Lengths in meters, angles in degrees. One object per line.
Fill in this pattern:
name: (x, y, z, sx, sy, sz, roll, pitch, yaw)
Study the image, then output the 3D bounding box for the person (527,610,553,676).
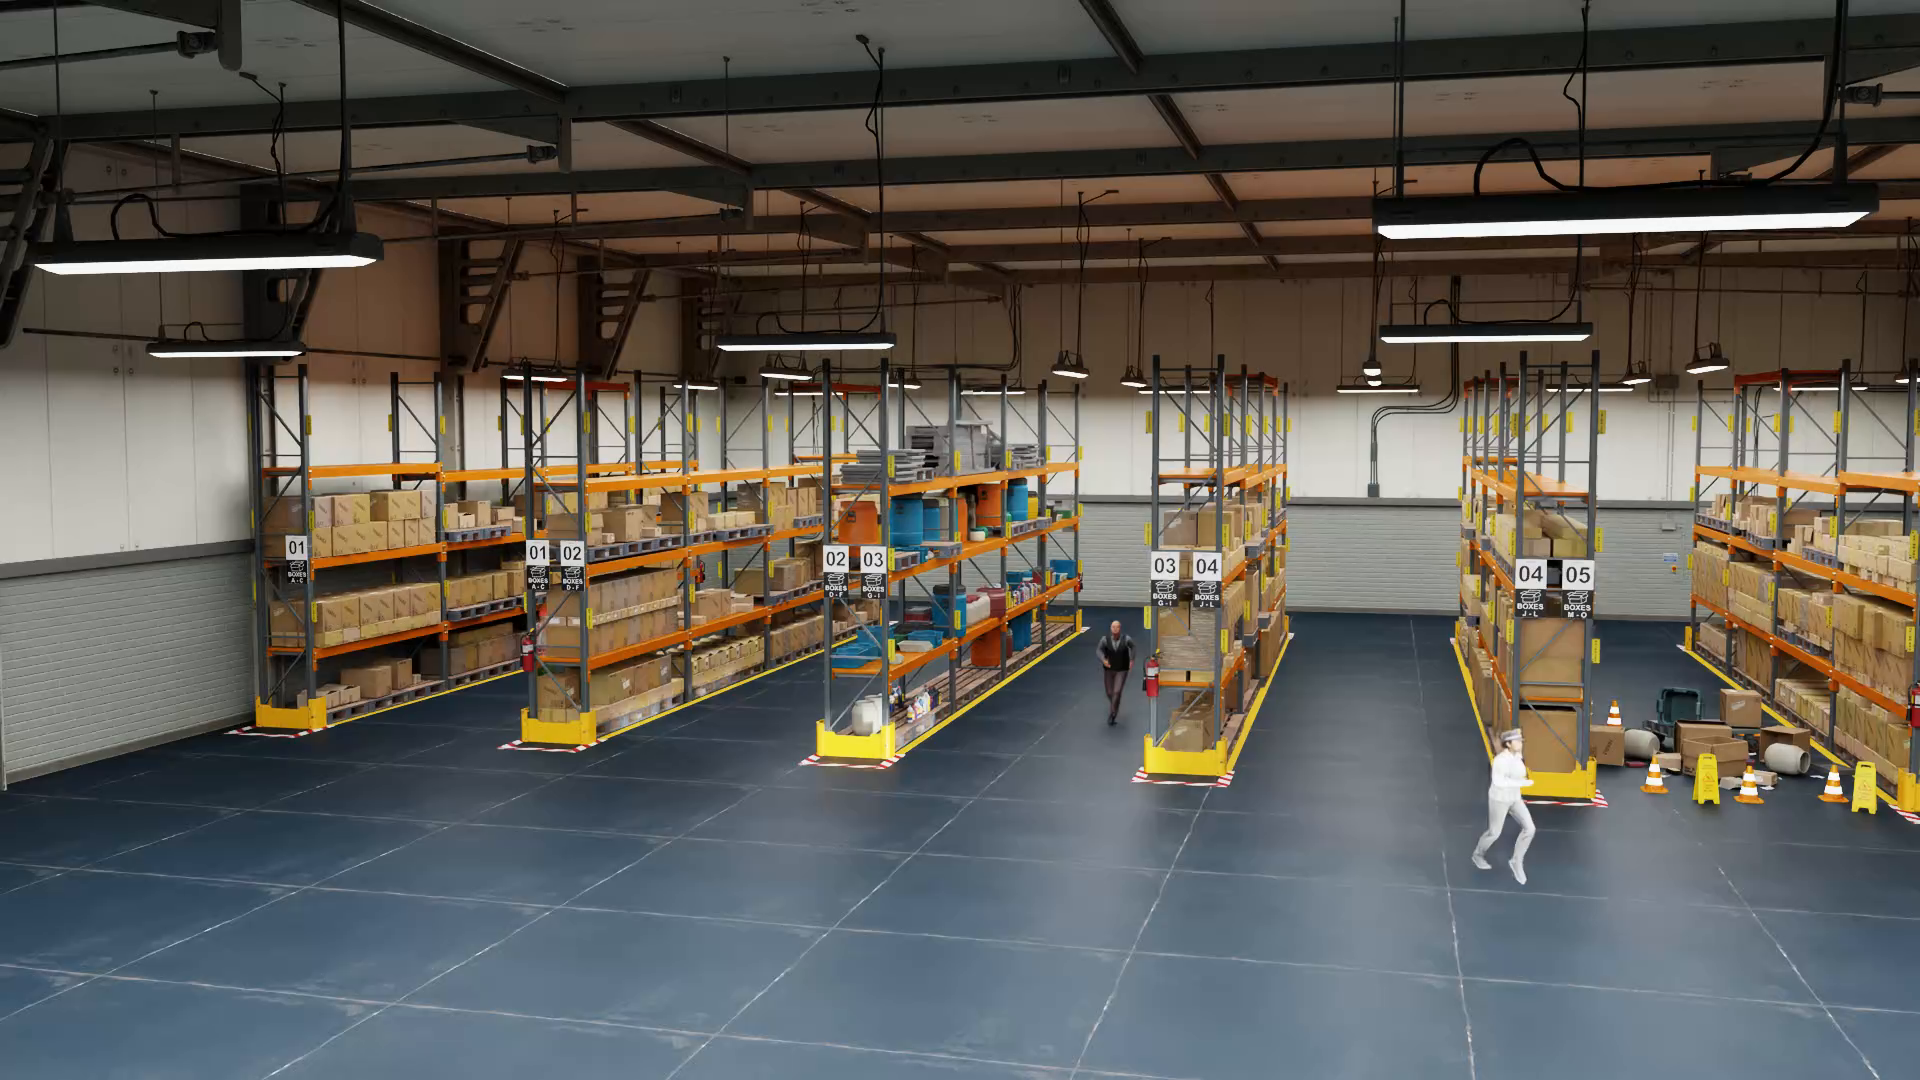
person: (-7.368, 2.105, 29.587, 0.659, 1.766, 0.986, 0, 4, 3)

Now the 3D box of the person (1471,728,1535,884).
person: (6.011, 2.899, 18.369, 0.638, 1.711, 0.814, -3, 5, -35)

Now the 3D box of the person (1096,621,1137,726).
person: (2.640, 2.215, 28.139, 0.682, 1.716, 0.957, 1, 4, 11)
